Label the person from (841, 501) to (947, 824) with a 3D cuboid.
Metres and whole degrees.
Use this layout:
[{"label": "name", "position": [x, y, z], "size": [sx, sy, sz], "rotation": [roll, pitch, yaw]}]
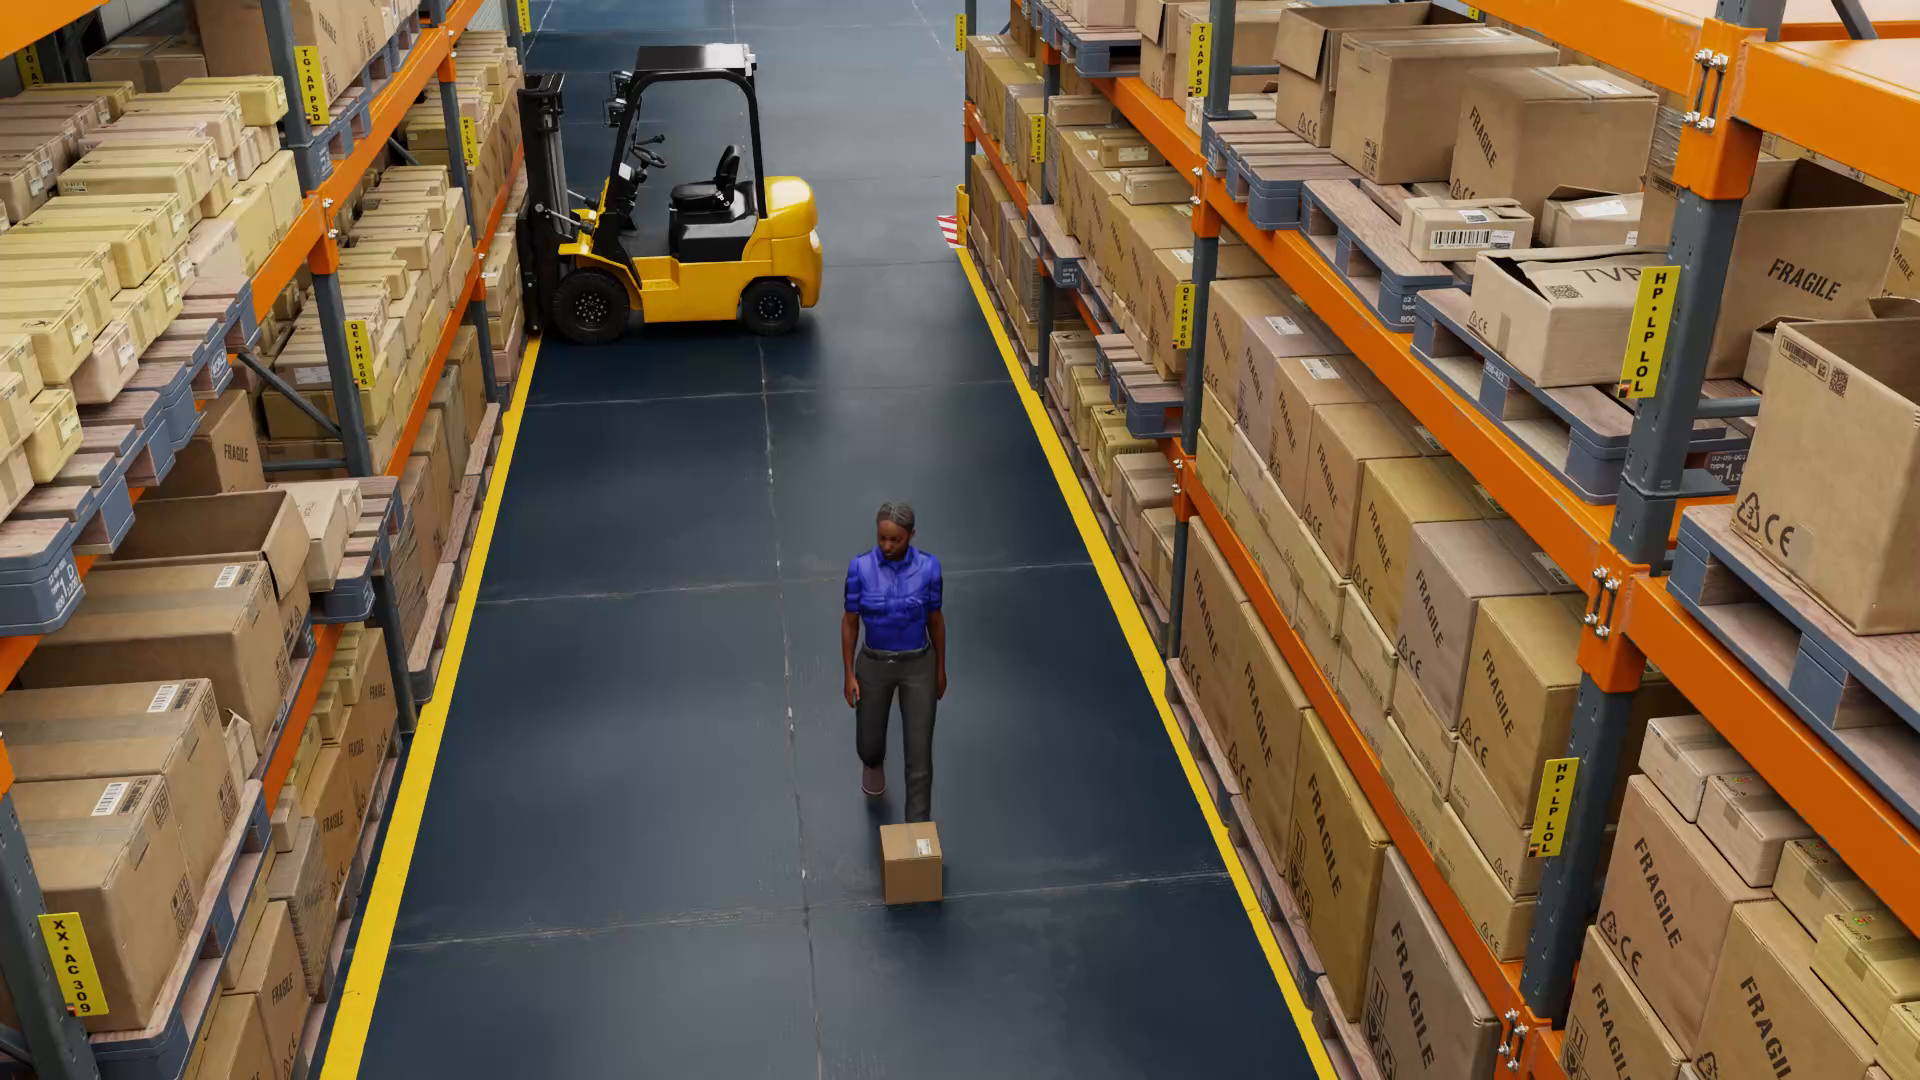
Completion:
[{"label": "person", "position": [-0.292, 0.596, 7.462], "size": [0.471, 1.637, 0.752], "rotation": [-1, 27, -2]}]
